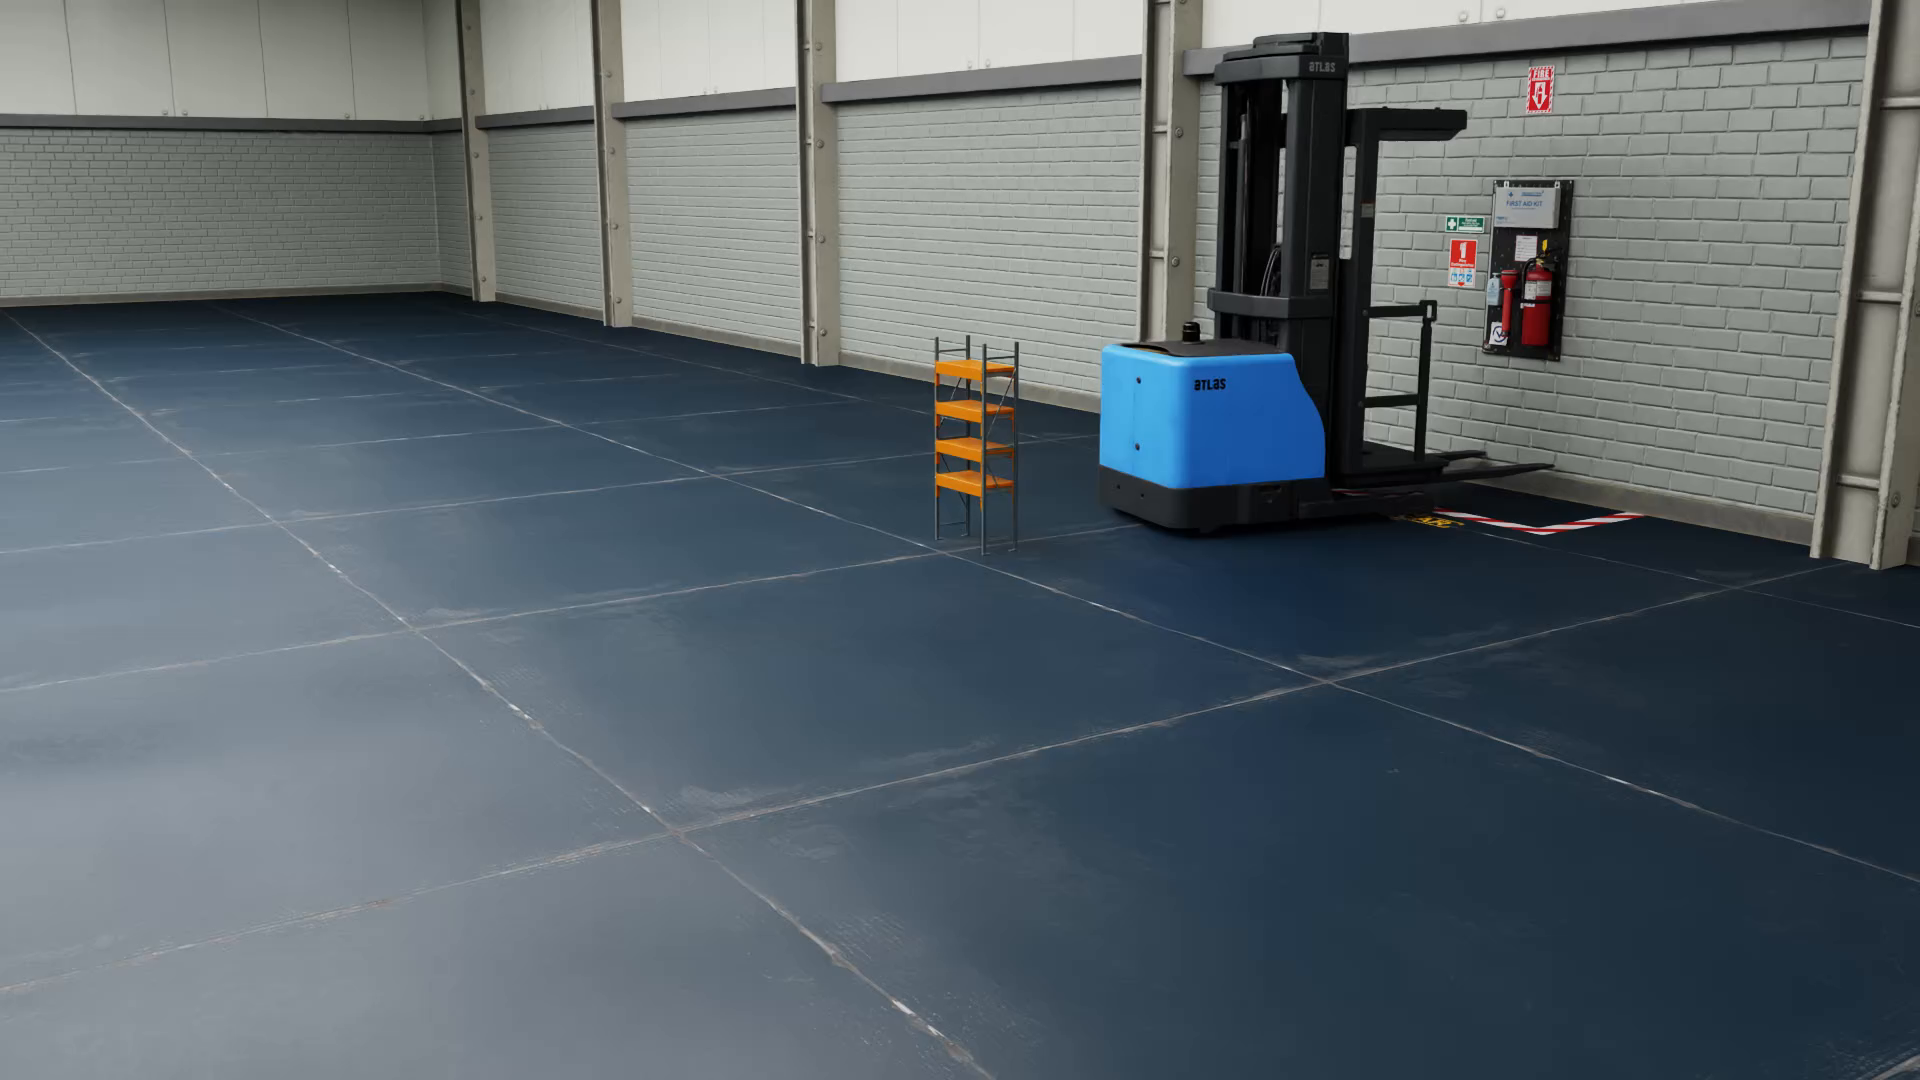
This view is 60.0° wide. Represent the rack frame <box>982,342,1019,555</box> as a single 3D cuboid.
[{"bbox_3d":[0.227,-0.513,9.401,0.240,1.200,0.015,-8,15,-33],"label":"rack frame"}]

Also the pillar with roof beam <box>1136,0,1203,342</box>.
[{"bbox_3d":[-1.855,-4.842,10.940,9.100,9.000,0.400,-8,15,-33],"label":"pillar with roof beam"}]

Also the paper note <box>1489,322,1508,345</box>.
[{"bbox_3d":[3.675,-1.407,11.337,0.016,0.148,0.142,-8,15,-33],"label":"paper note"}]

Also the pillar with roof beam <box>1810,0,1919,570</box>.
[{"bbox_3d":[1.469,-3.775,6.061,9.100,9.000,0.400,-8,15,-33],"label":"pillar with roof beam"}]

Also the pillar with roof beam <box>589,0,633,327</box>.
[{"bbox_3d":[-8.504,-6.976,20.699,9.100,9.000,0.400,-8,15,-33],"label":"pillar with roof beam"}]

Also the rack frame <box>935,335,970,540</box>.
[{"bbox_3d":[-0.043,-0.600,9.797,0.240,1.200,0.015,-8,15,-33],"label":"rack frame"}]

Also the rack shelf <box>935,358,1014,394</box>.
[{"bbox_3d":[0.092,-0.941,9.515,0.258,0.148,0.480,-8,15,-33],"label":"rack shelf"}]

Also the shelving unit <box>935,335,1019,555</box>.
[{"bbox_3d":[0.092,-0.557,9.599,0.258,1.200,0.503,-8,15,-33],"label":"shelving unit"}]

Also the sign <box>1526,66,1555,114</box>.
[{"bbox_3d":[3.794,-2.944,10.875,0.001,0.298,0.199,-8,15,-33],"label":"sign"}]

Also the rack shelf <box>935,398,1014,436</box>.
[{"bbox_3d":[0.092,-0.710,9.566,0.258,0.148,0.480,-8,15,-33],"label":"rack shelf"}]

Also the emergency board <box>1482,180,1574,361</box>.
[{"bbox_3d":[3.715,-1.798,11.062,0.194,1.169,0.643,-8,15,-33],"label":"emergency board"}]

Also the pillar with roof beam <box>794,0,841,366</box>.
[{"bbox_3d":[-5.180,-5.909,15.820,9.100,9.000,0.400,-8,15,-33],"label":"pillar with roof beam"}]

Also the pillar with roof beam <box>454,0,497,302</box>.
[{"bbox_3d":[-11.828,-8.043,25.579,9.100,9.000,0.400,-8,15,-33],"label":"pillar with roof beam"}]

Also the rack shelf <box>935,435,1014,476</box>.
[{"bbox_3d":[0.092,-0.491,9.613,0.258,0.148,0.480,-8,15,-33],"label":"rack shelf"}]

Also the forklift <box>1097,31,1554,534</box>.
[{"bbox_3d":[2.443,-1.650,10.544,3.031,2.935,1.130,-5,13,-22],"label":"forklift"}]

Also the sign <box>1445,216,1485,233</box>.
[{"bbox_3d":[3.490,-2.183,11.499,0.001,0.109,0.331,-8,15,-33],"label":"sign"}]

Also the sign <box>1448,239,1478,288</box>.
[{"bbox_3d":[3.495,-1.926,11.564,0.001,0.329,0.234,-8,15,-33],"label":"sign"}]

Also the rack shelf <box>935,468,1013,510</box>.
[{"bbox_3d":[0.092,-0.297,9.656,0.258,0.148,0.480,-8,15,-33],"label":"rack shelf"}]
